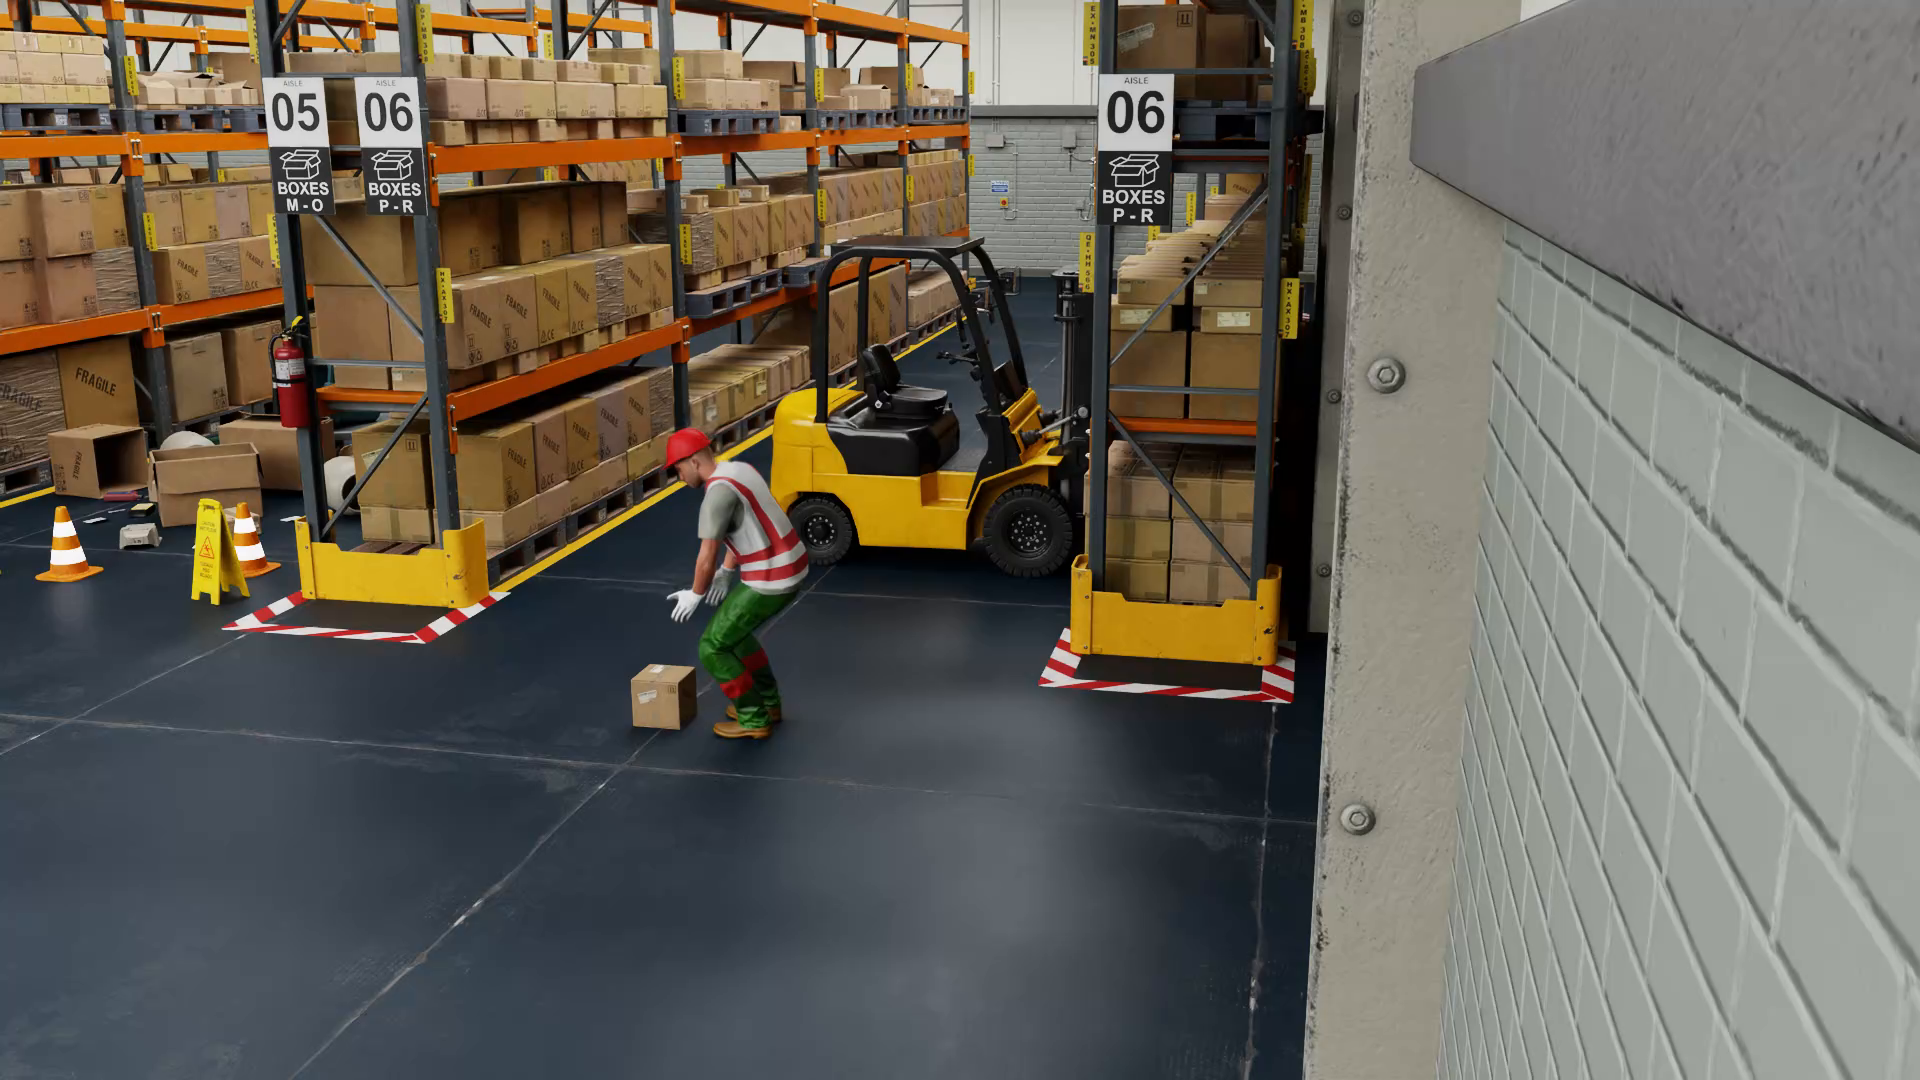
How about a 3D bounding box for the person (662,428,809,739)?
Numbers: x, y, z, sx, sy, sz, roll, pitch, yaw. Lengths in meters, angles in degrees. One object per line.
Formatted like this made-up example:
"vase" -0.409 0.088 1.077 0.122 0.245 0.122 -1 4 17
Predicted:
"person" -1.103 0.211 8.170 0.690 1.528 0.579 3 15 12
